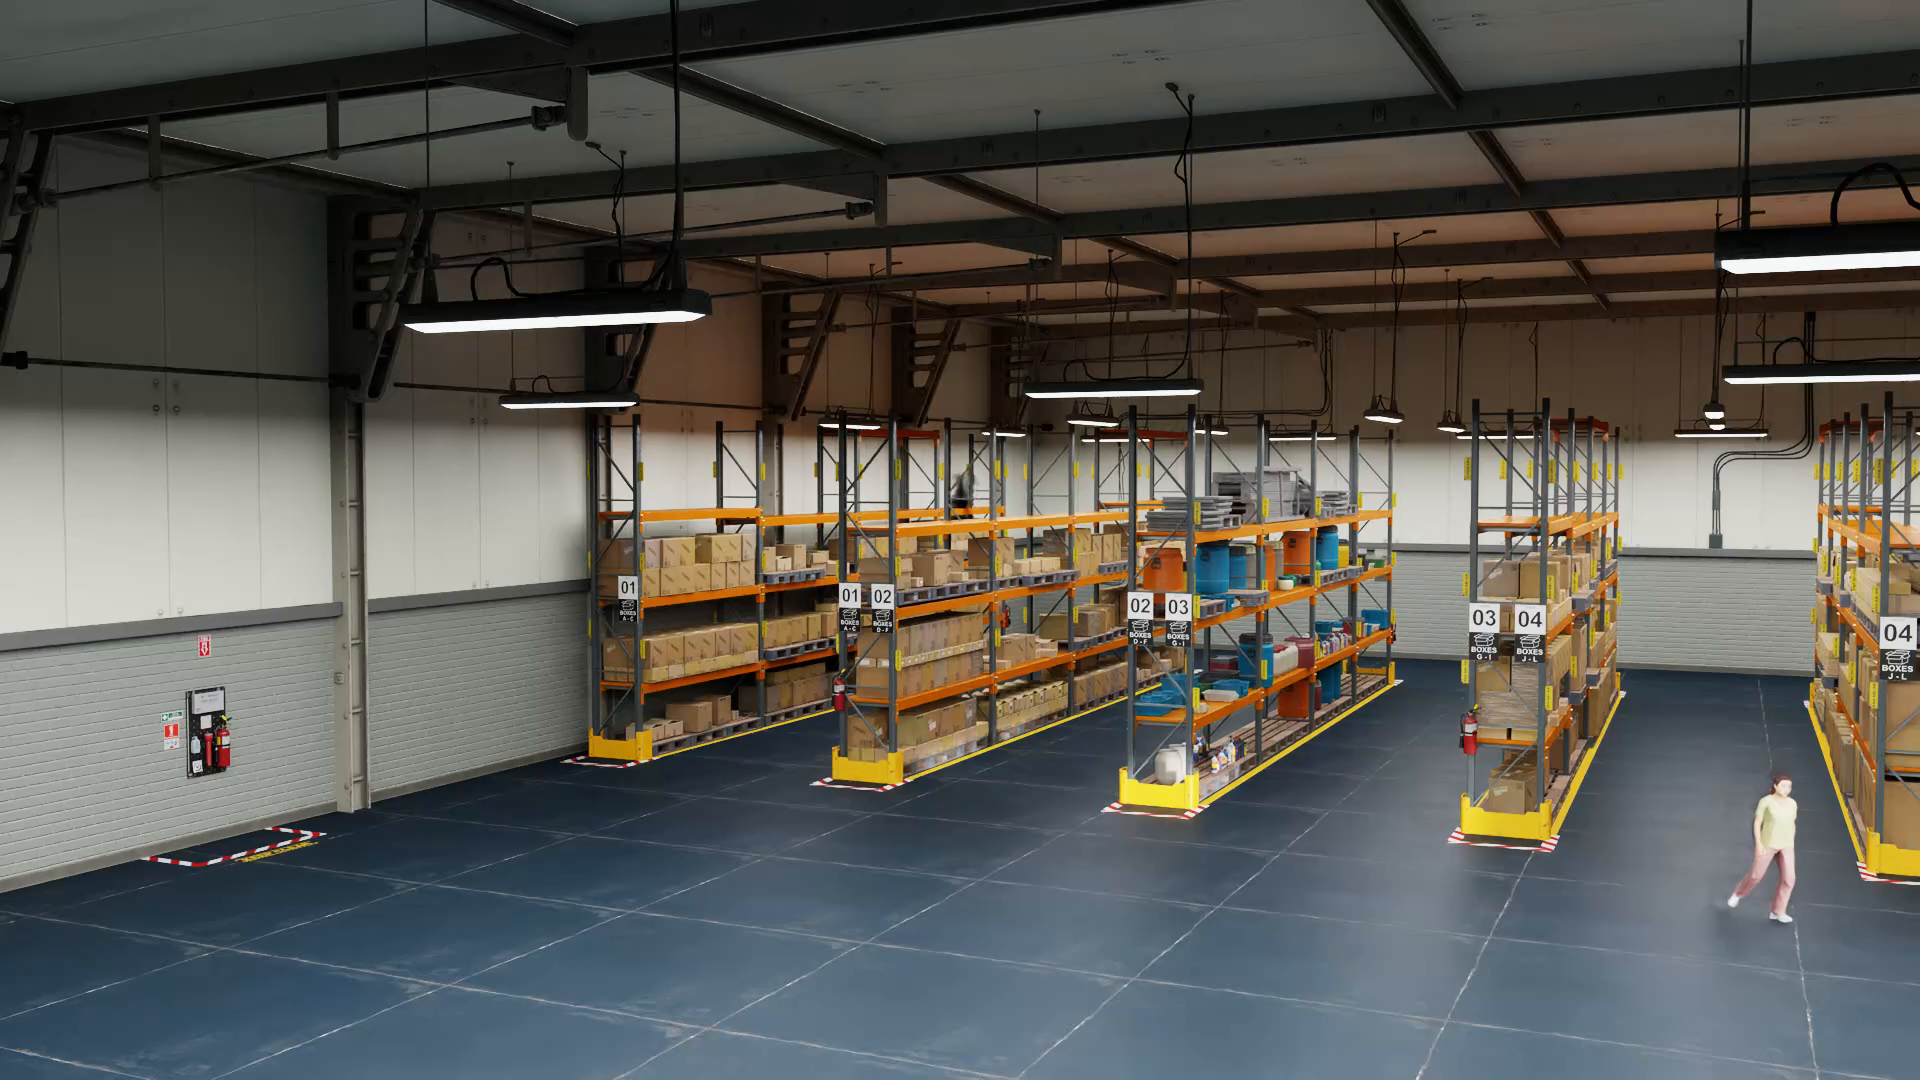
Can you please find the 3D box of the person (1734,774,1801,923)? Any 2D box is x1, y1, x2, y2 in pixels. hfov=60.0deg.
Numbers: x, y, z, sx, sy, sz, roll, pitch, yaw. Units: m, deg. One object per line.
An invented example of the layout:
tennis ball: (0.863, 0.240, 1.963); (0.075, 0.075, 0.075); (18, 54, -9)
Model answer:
person: (9.029, 3.401, 18.555); (0.622, 1.637, 0.607); (0, 2, 2)
